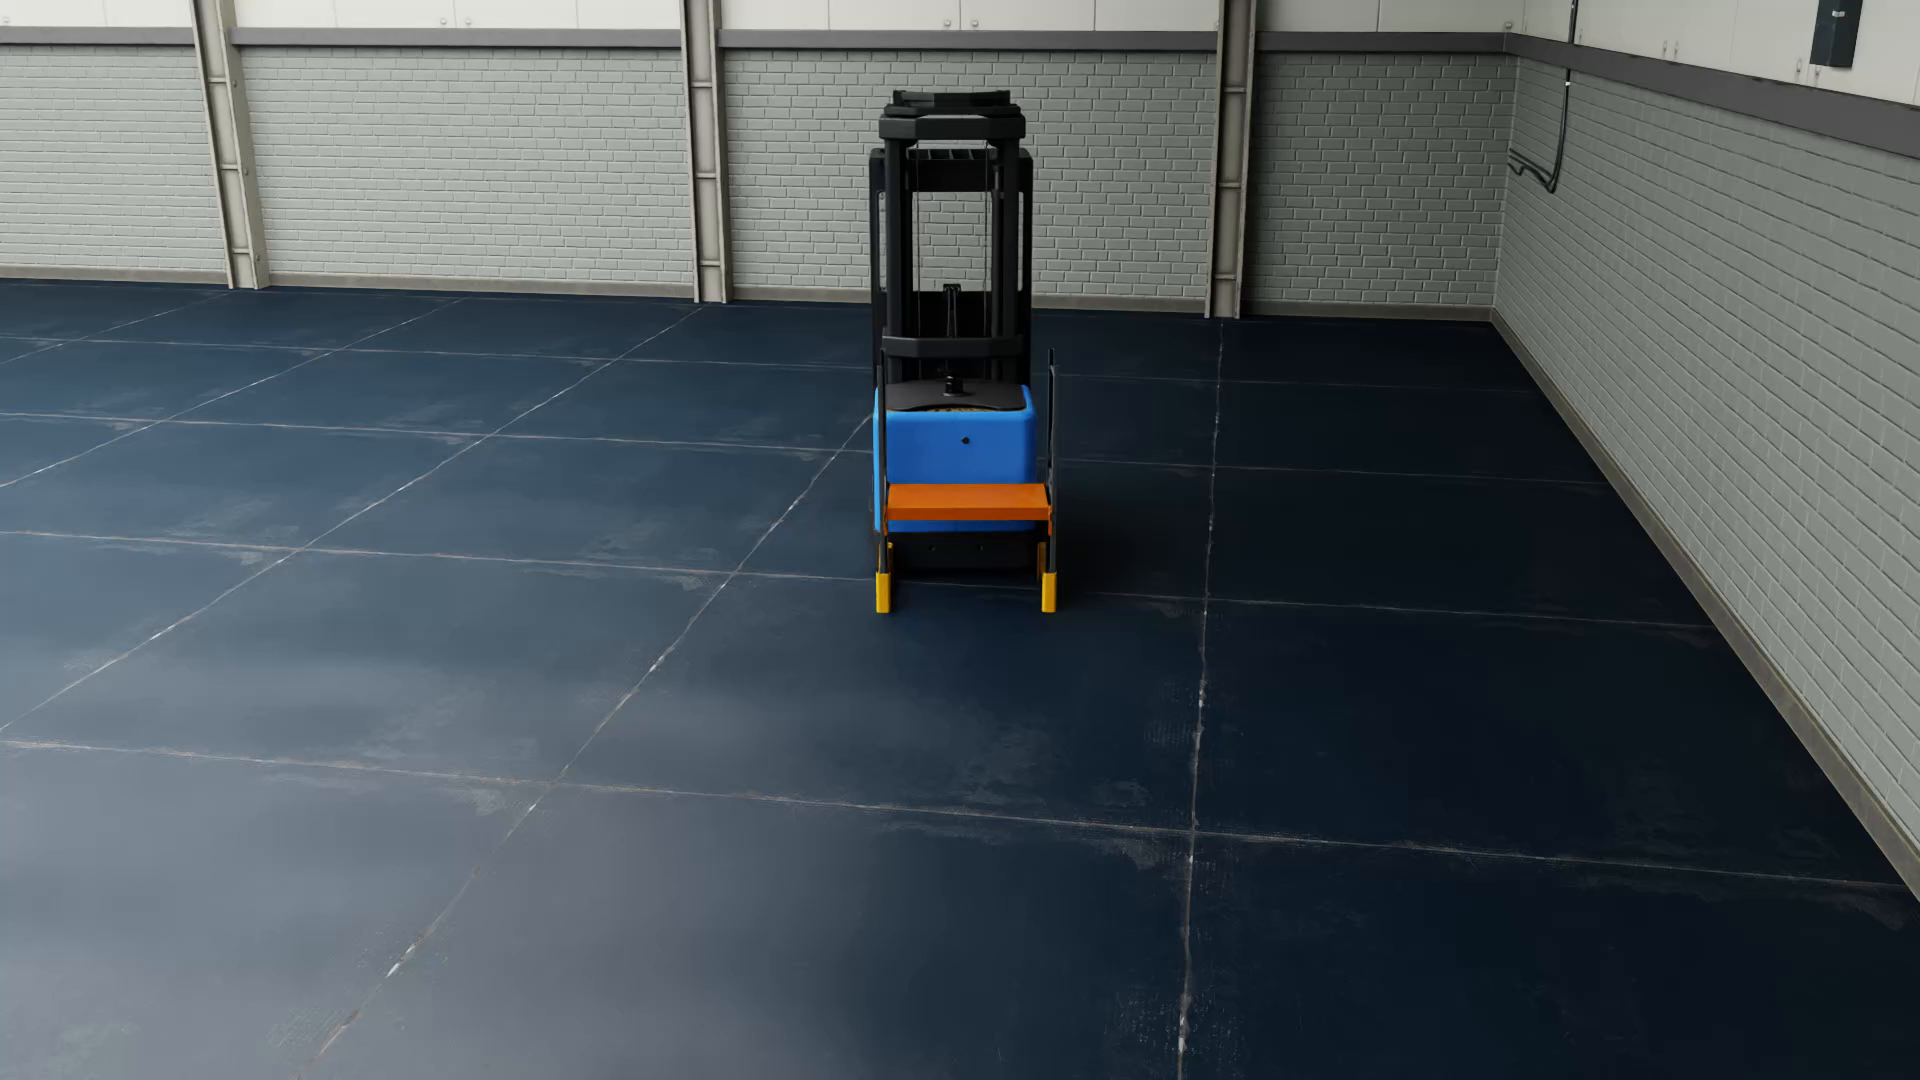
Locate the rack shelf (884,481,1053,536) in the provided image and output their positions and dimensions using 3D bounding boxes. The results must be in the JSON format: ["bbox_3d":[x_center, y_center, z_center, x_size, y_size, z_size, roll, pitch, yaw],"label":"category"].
[{"bbox_3d":[0.045,-0.194,10.085,1.000,0.185,0.538,0,19,-1],"label":"rack shelf"}]

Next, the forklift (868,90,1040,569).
[{"bbox_3d":[-0.079,-1.624,11.538,1.130,2.935,3.031,-1,19,-2],"label":"forklift"}]

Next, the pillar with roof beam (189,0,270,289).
[{"bbox_3d":[-9.540,-6.081,15.294,0.400,9.000,9.100,3,19,9],"label":"pillar with roof beam"}]

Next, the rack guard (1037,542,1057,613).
[{"bbox_3d":[0.534,0.225,10.235,0.087,0.250,0.587,0,19,-1],"label":"rack guard"}]

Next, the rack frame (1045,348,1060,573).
[{"bbox_3d":[0.554,-0.367,10.037,0.032,1.500,0.500,0,19,-1],"label":"rack frame"}]

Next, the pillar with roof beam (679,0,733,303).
[{"bbox_3d":[-3.616,-5.779,14.392,0.400,9.000,9.100,3,19,9],"label":"pillar with roof beam"}]

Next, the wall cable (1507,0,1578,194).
[{"bbox_3d":[5.690,-4.790,16.331,0.112,2.526,3.097,3,19,9],"label":"wall cable"}]

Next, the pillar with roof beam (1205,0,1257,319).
[{"bbox_3d":[2.308,-5.477,13.489,0.400,9.000,9.100,3,19,9],"label":"pillar with roof beam"}]

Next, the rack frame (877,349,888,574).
[{"bbox_3d":[-0.463,-0.361,10.019,0.032,1.500,0.500,0,19,-1],"label":"rack frame"}]

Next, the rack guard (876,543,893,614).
[{"bbox_3d":[-0.462,0.231,10.217,0.087,0.250,0.587,0,19,-1],"label":"rack guard"}]

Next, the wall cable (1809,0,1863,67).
[{"bbox_3d":[4.168,-4.902,6.413,0.169,6.003,2.305,3,19,9],"label":"wall cable"}]

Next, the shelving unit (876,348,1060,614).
[{"bbox_3d":[0.036,-0.364,10.028,1.083,1.500,0.587,0,19,-1],"label":"shelving unit"}]
